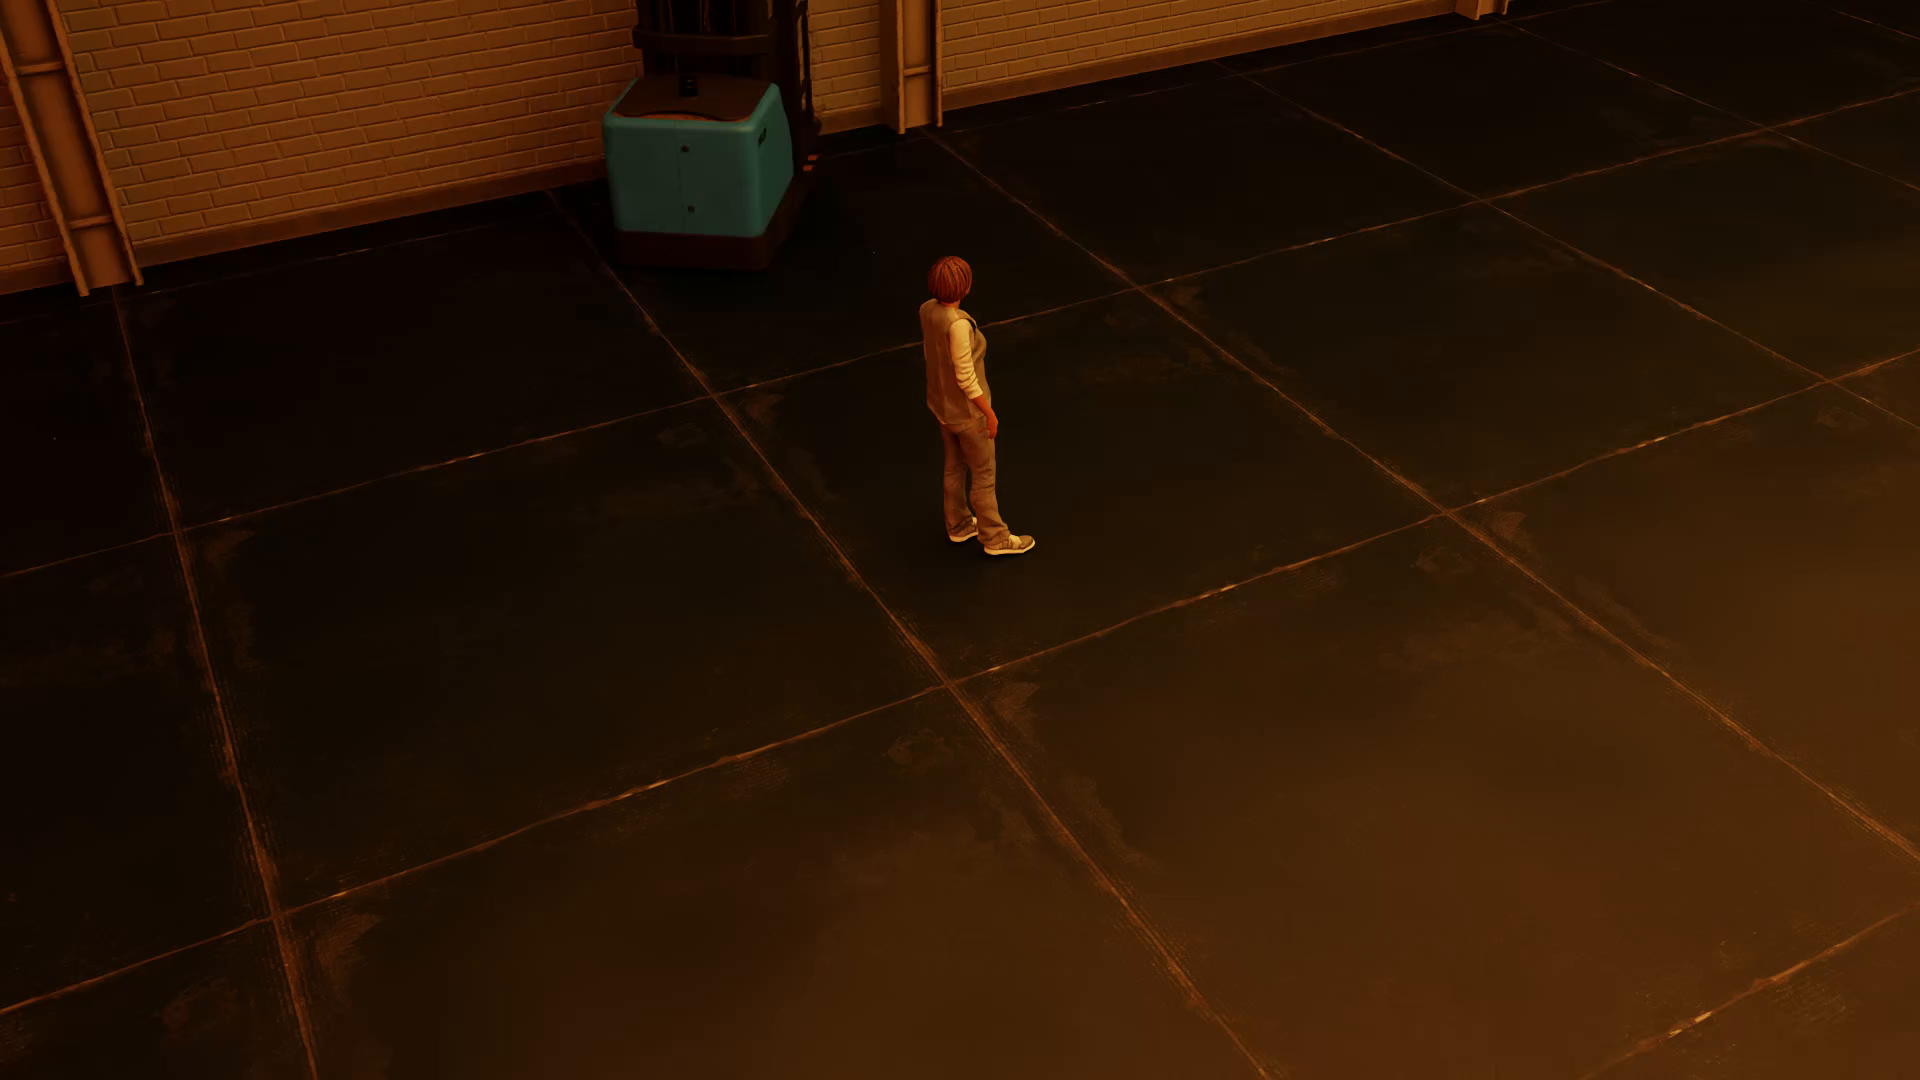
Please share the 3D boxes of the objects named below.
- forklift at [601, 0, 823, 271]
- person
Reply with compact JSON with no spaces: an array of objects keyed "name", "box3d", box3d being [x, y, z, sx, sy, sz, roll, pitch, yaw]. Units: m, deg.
[{"name":"forklift","box3d":[-1.631,-3.824,11.533,1.130,2.935,3.031,4,35,6]},{"name":"person","box3d":[0.072,-0.633,8.242,0.475,1.504,0.520,-17,39,-23]}]
